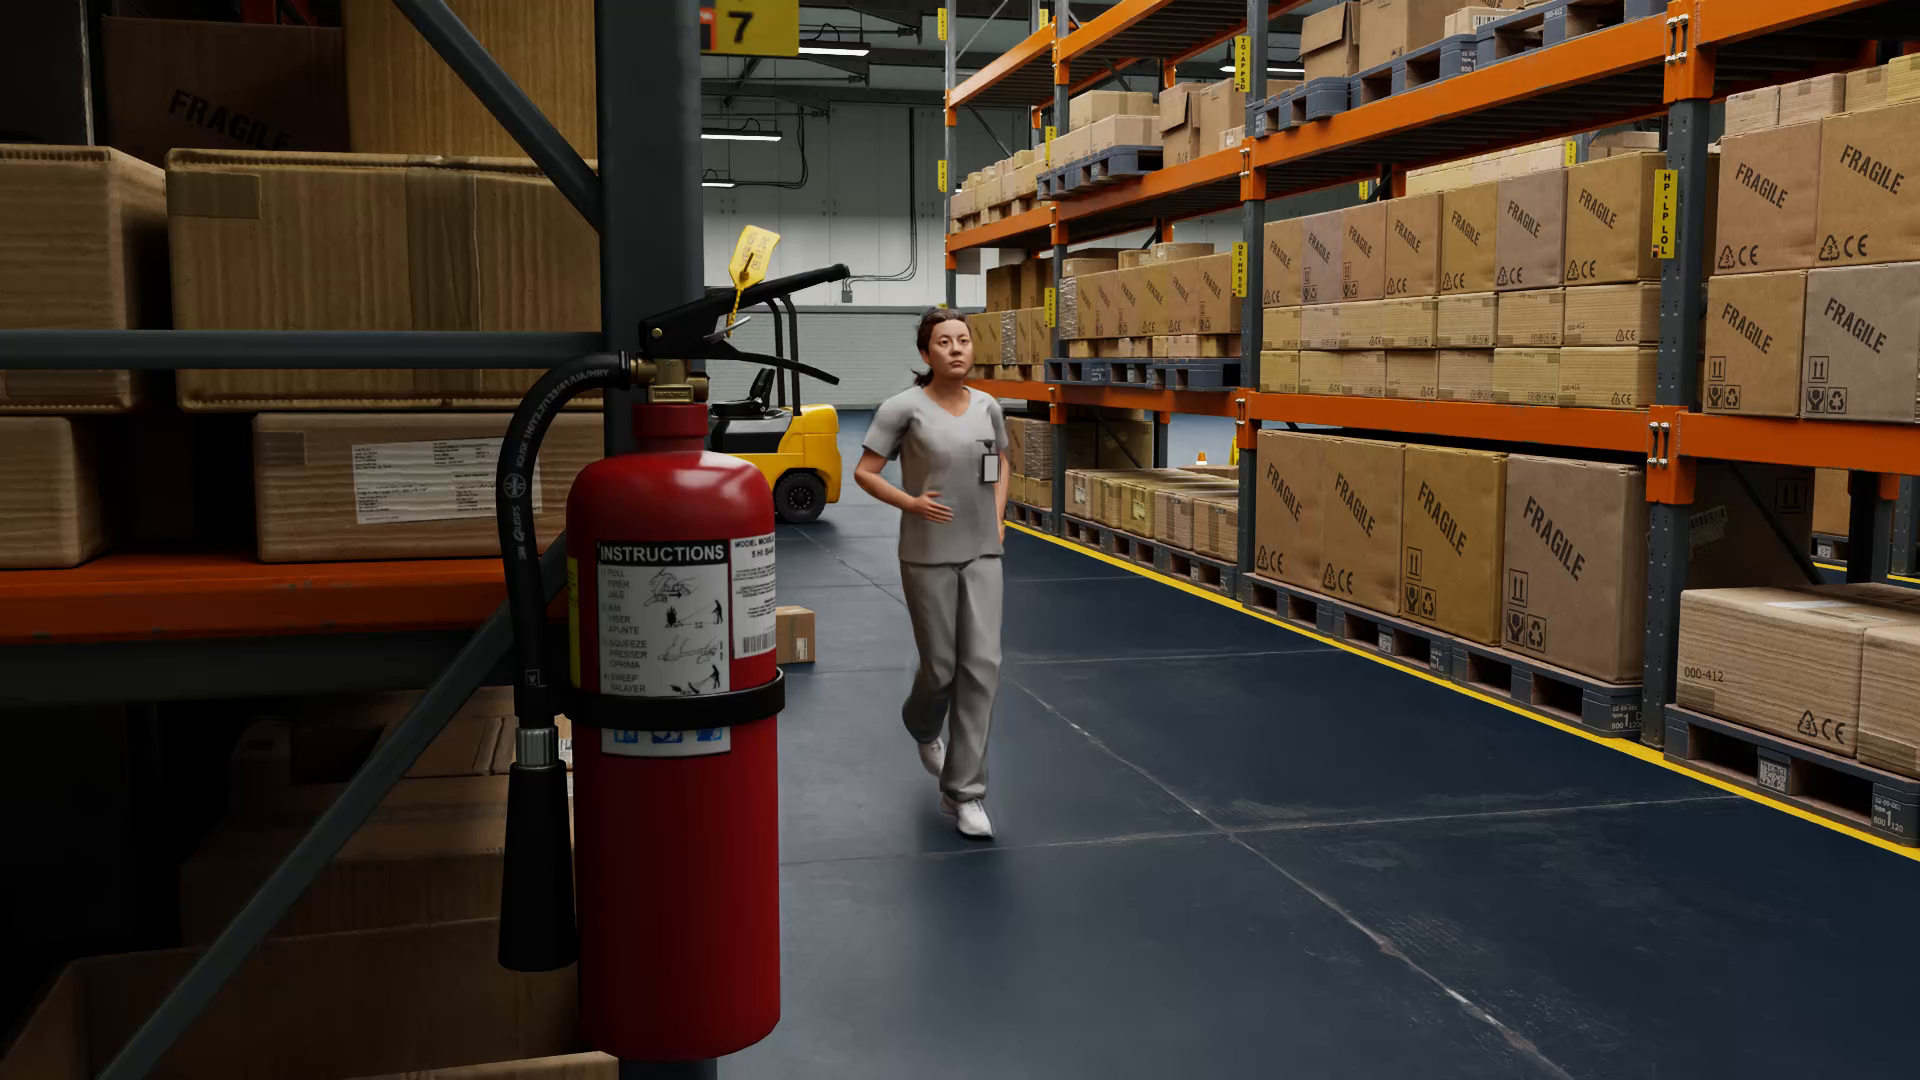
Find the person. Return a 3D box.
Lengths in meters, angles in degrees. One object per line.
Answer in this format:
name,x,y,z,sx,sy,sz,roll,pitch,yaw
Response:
person,-0.060,0.078,5.466,0.580,1.665,0.763,-2,7,-21
